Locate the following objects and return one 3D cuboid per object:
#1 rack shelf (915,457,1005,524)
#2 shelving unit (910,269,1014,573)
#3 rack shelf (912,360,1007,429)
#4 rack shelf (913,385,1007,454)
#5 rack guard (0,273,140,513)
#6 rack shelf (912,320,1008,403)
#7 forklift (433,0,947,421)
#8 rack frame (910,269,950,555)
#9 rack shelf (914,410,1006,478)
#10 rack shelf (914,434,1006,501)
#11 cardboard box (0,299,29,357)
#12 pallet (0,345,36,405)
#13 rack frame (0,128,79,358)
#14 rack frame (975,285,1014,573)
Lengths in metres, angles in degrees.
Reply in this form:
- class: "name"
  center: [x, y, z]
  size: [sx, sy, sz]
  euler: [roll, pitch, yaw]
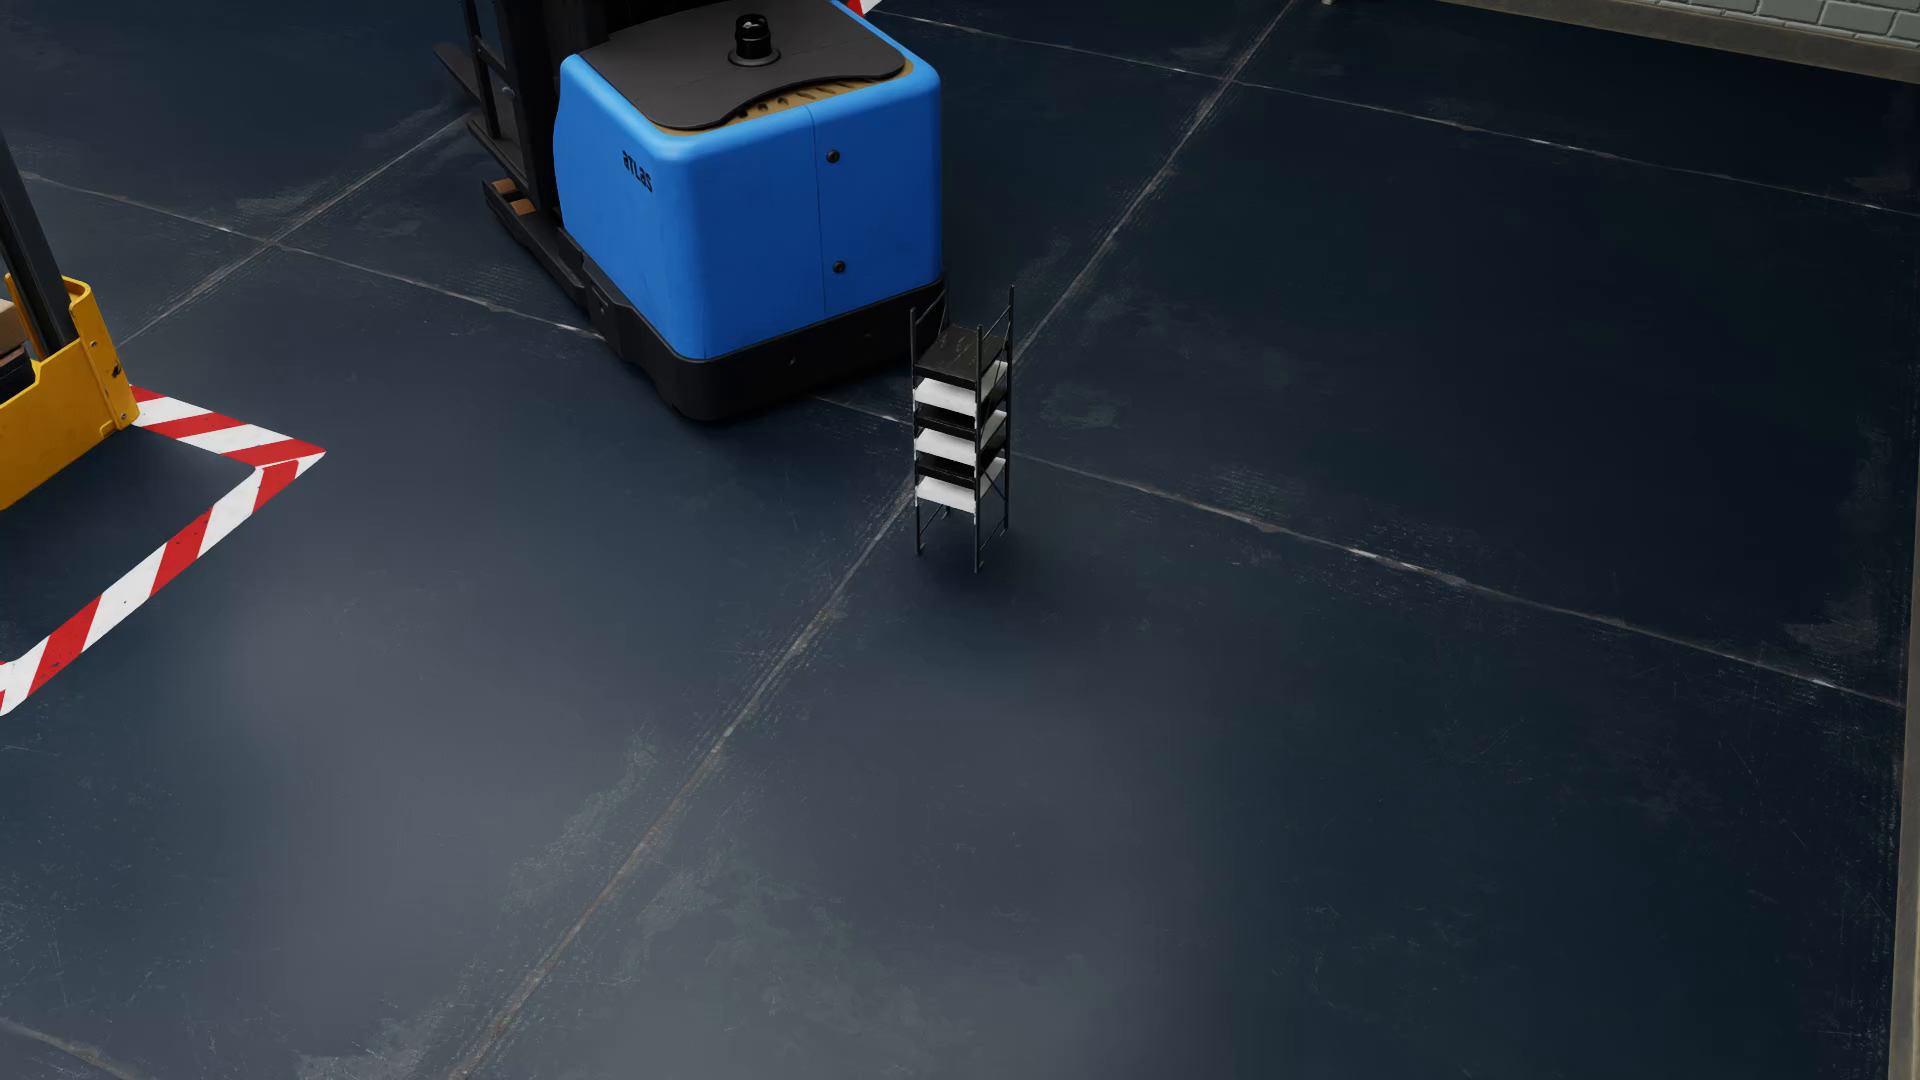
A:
- class: "rack shelf"
  center: [0.007, -0.177, 5.092]
  size: [0.200, 0.077, 0.258]
  euler: [17, 44, 19]
- class: "shelving unit"
  center: [0.007, -0.338, 4.953]
  size: [0.210, 0.900, 0.258]
  euler: [17, 44, 19]
- class: "rack shelf"
  center: [0.007, -0.449, 4.857]
  size: [0.200, 0.077, 0.258]
  euler: [17, 44, 19]
- class: "rack shelf"
  center: [0.007, -0.381, 4.916]
  size: [0.200, 0.077, 0.258]
  euler: [17, 44, 19]
- class: "rack guard"
  center: [-3.217, -0.337, 5.257]
  size: [0.348, 0.500, 1.175]
  euler: [17, 44, 19]
- class: "rack shelf"
  center: [0.007, -0.517, 4.798]
  size: [0.200, 0.077, 0.258]
  euler: [17, 44, 19]
- class: "forklift"
  center: [-1.266, -2.447, 5.836]
  size: [1.130, 2.935, 3.031]
  euler: [-23, 46, -24]
- class: "rack frame"
  center: [-0.085, -0.366, 4.985]
  size: [0.006, 0.900, 0.240]
  euler: [17, 44, 19]
- class: "rack shelf"
  center: [0.007, -0.313, 4.974]
  size: [0.200, 0.077, 0.258]
  euler: [17, 44, 19]
- class: "rack shelf"
  center: [0.007, -0.245, 5.033]
  size: [0.200, 0.077, 0.258]
  euler: [17, 44, 19]
- class: "cardboard box"
  center: [-3.383, -0.670, 5.573]
  size: [0.250, 0.149, 0.380]
  euler: [17, 44, 19]
- class: "pallet"
  center: [-3.940, -0.448, 5.606]
  size: [1.213, 0.211, 1.003]
  euler: [17, 44, 19]
- class: "rack frame"
  center: [-3.148, -1.261, 4.414]
  size: [0.127, 3.000, 1.000]
  euler: [17, 44, 19]
- class: "rack frame"
  center: [0.099, -0.310, 4.920]
  size: [0.006, 0.900, 0.240]
  euler: [17, 44, 19]
